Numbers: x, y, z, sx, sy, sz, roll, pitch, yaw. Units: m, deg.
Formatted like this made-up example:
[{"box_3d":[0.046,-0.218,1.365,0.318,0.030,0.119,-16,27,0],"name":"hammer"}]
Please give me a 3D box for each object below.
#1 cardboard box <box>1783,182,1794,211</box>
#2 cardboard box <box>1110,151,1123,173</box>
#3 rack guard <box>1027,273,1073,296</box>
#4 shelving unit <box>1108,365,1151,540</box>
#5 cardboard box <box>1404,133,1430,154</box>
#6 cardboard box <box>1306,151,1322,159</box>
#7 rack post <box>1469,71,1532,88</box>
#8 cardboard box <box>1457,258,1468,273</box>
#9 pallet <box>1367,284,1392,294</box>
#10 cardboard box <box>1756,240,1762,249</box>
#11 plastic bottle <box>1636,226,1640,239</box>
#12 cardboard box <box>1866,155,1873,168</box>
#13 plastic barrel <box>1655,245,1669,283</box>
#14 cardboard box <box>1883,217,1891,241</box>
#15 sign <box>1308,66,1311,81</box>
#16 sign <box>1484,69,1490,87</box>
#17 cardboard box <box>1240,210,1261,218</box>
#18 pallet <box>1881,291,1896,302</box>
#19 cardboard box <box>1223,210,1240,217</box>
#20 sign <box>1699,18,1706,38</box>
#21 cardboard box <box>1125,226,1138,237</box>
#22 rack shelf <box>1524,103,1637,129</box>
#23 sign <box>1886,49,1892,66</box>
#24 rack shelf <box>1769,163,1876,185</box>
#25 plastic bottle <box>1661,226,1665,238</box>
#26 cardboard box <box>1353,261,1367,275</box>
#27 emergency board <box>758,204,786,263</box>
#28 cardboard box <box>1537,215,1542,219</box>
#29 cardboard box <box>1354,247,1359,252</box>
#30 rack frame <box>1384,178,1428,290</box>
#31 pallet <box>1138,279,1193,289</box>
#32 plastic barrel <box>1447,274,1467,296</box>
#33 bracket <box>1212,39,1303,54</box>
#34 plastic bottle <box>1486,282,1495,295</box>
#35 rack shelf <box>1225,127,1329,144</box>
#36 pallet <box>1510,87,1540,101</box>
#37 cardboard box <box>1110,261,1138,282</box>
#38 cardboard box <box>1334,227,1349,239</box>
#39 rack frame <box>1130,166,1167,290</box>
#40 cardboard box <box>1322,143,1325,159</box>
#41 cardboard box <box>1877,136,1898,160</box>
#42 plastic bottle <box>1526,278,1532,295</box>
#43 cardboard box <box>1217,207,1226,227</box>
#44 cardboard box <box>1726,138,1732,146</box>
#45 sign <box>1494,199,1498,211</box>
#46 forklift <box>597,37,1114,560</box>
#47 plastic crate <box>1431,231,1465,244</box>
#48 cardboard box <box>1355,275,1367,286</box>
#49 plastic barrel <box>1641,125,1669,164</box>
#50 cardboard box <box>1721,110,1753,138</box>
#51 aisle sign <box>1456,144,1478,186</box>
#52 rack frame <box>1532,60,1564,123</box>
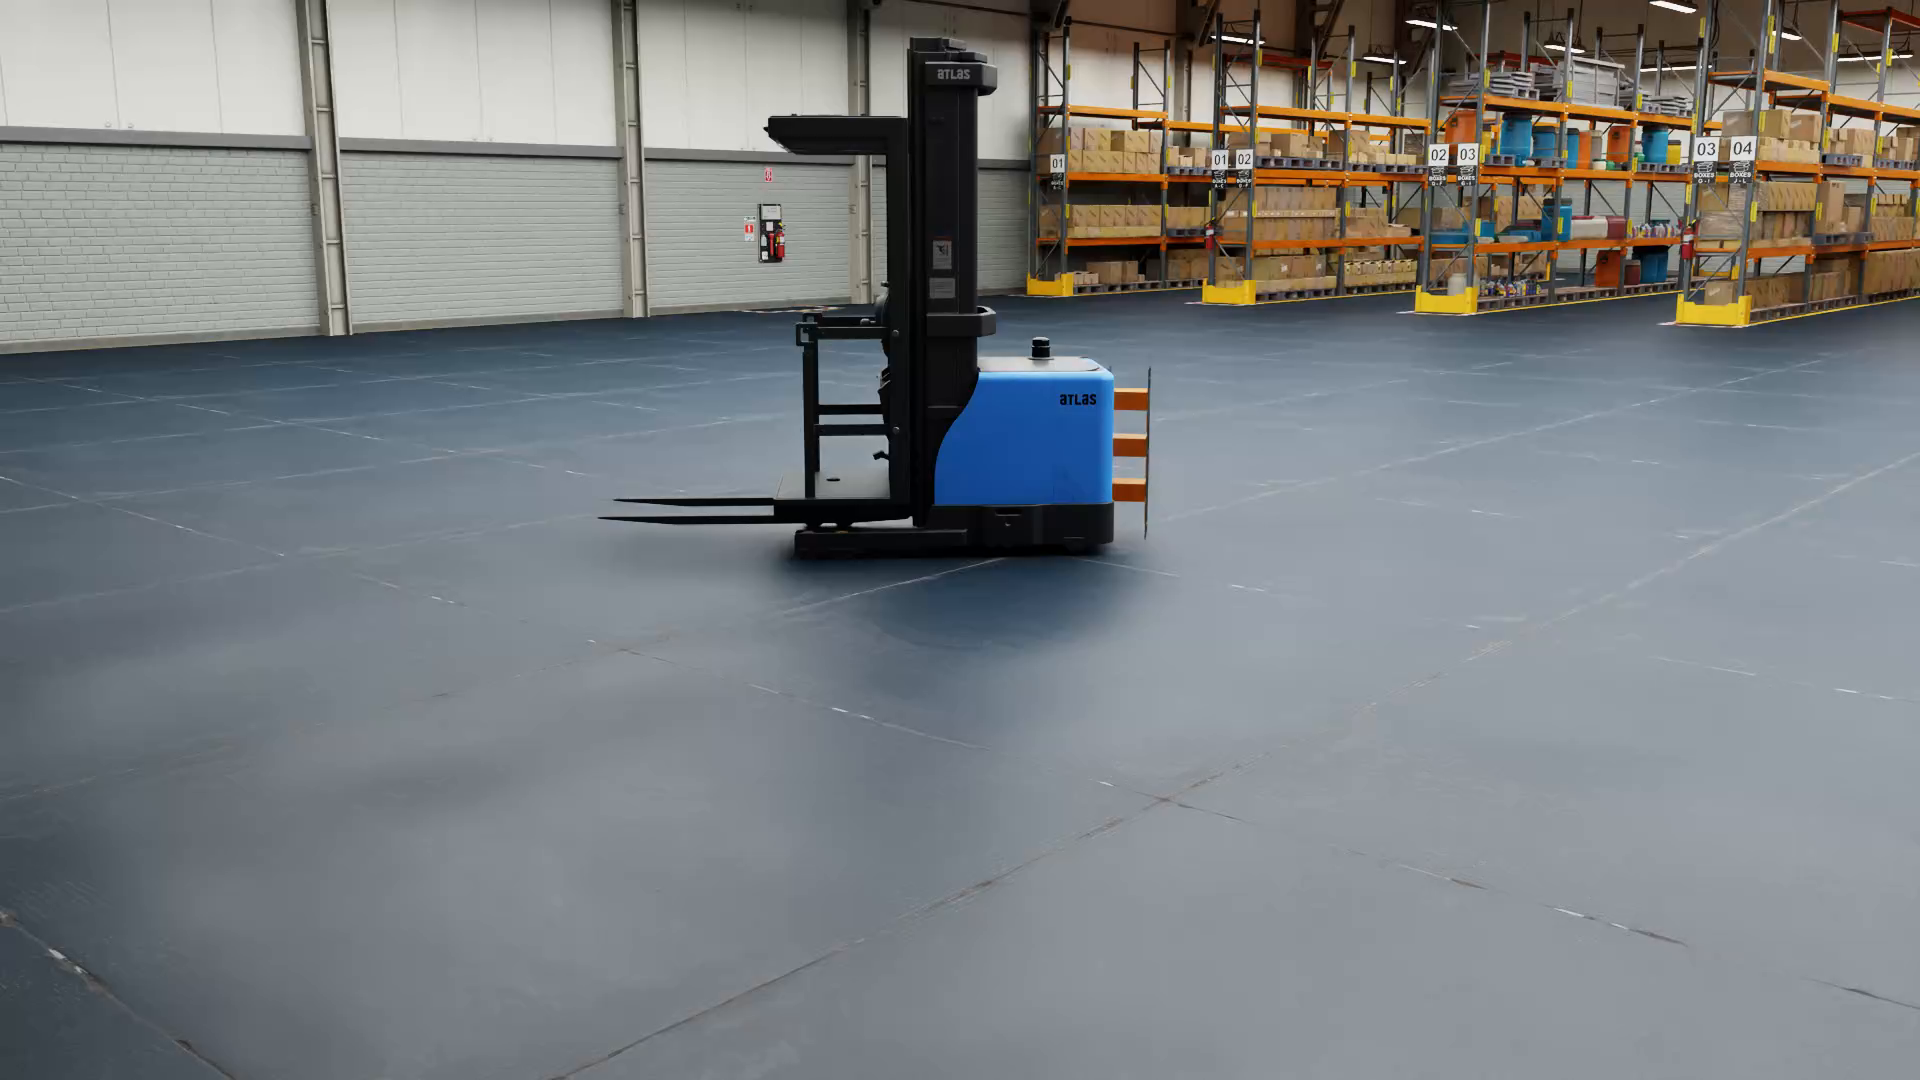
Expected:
[{"box_3d":[14.773,-6.232,30.186,0.500,0.500,0.500,10,15,40],"name":"cardboard box"},{"box_3d":[3.521,-8.981,39.553,0.500,0.500,0.500,11,16,44],"name":"cardboard box"},{"box_3d":[2.104,-5.987,38.909,1.175,0.500,0.348,10,15,40],"name":"rack guard"},{"box_3d":[1.031,-0.537,10.221,0.252,1.050,0.215,2,11,9],"name":"shelving unit"},{"box_3d":[11.351,-9.812,41.213,0.500,0.500,0.500,10,15,40],"name":"cardboard box"},{"box_3d":[7.827,-8.559,36.961,0.380,0.149,0.250,10,15,40],"name":"cardboard box"},{"box_3d":[10.751,-9.114,33.062,0.937,0.300,0.954,9,15,39],"name":"rack post"},{"box_3d":[12.924,-7.062,43.168,0.500,0.500,0.500,10,15,41],"name":"cardboard box"},{"box_3d":[9.680,-6.076,40.094,1.003,0.211,1.213,10,15,40],"name":"pallet"},{"box_3d":[13.939,-5.237,29.415,0.380,0.149,0.250,10,15,40],"name":"cardboard box"},{"box_3d":[15.733,-7.144,38.619,0.061,0.283,0.133,10,15,40],"name":"plastic bottle"},{"box_3d":[18.367,-7.753,34.094,0.500,0.250,0.500,10,15,40],"name":"cardboard box"},{"box_3d":[17.045,-6.785,40.809,0.600,0.901,0.708,10,15,40],"name":"plastic barrel"},{"box_3d":[19.696,-6.694,35.815,0.500,0.500,0.500,9,15,39],"name":"cardboard box"},{"box_3d":[8.002,-10.657,38.006,0.100,0.325,0.005,10,15,40],"name":"sign"},{"box_3d":[9.906,-8.688,31.268,0.100,0.325,0.005,10,15,40],"name":"sign"},{"box_3d":[6.198,-6.958,35.480,0.380,0.149,0.250,10,15,40],"name":"cardboard box"},{"box_3d":[19.879,-5.375,36.581,1.003,0.211,1.213,10,15,40],"name":"pallet"},{"box_3d":[5.886,-7.009,35.736,0.380,0.149,0.250,9,15,39],"name":"cardboard box"},{"box_3d":[12.812,-8.832,28.668,0.100,0.325,0.005,10,15,40],"name":"sign"},{"box_3d":[3.953,-7.469,40.280,0.500,0.250,0.500,10,15,40],"name":"cardboard box"},{"box_3d":[13.456,-9.196,36.137,1.077,0.370,4.000,10,15,40],"name":"rack shelf"},{"box_3d":[18.911,-9.827,33.851,0.100,0.325,0.005,10,15,40],"name":"sign"},{"box_3d":[17.177,-7.281,33.185,1.077,0.370,4.000,10,15,40],"name":"rack shelf"},{"box_3d":[16.825,-7.397,39.906,0.152,0.276,0.135,10,15,40],"name":"plastic bottle"},{"box_3d":[9.212,-6.384,39.032,0.500,0.311,0.500,10,15,40],"name":"cardboard box"},{"box_3d":[-3.755,-6.175,33.468,0.194,1.169,0.643,10,15,40],"name":"emergency board"},{"box_3d":[15.908,-8.787,46.290,0.500,0.500,0.500,10,15,41],"name":"cardboard box"},{"box_3d":[11.661,-8.671,49.618,0.380,0.149,0.250,10,15,41],"name":"cardboard box"},{"box_3d":[11.058,-7.738,41.297,1.000,3.000,0.127,10,15,40],"name":"rack frame"},{"box_3d":[5.207,-6.537,42.402,1.003,0.211,1.213,10,15,40],"name":"pallet"},{"box_3d":[9.872,-5.013,32.932,0.421,0.512,0.421,0,11,0],"name":"plastic barrel"},{"box_3d":[8.068,-13.400,45.137,0.076,0.066,4.783,10,15,40],"name":"bracket"},{"box_3d":[11.014,-5.218,34.510,0.152,0.276,0.135,10,15,40],"name":"plastic bottle"},{"box_3d":[8.655,-11.066,45.496,1.077,0.370,4.000,10,15,40],"name":"rack shelf"},{"box_3d":[10.807,-8.857,33.083,1.003,0.211,1.213,10,15,40],"name":"pallet"},{"box_3d":[4.039,-6.622,40.966,0.500,0.500,0.500,8,14,36],"name":"cardboard box"},{"box_3d":[8.710,-7.154,38.756,0.500,0.250,0.500,11,16,44],"name":"cardboard box"},{"box_3d":[4.694,-7.790,41.554,1.000,3.000,0.127,10,15,40],"name":"rack frame"},{"box_3d":[10.656,-11.056,47.388,0.500,0.500,0.500,10,15,40],"name":"cardboard box"},{"box_3d":[19.829,-8.488,36.055,0.797,0.503,0.637,10,15,40],"name":"cardboard box"},{"box_3d":[11.801,-5.265,34.555,0.144,0.351,0.185,9,14,38],"name":"plastic bottle"},{"box_3d":[6.683,-8.487,43.666,0.700,0.500,0.500,8,14,35],"name":"cardboard box"},{"box_3d":[13.425,-6.977,29.193,0.380,0.149,0.250,9,14,39],"name":"cardboard box"},{"box_3d":[14.118,-8.824,43.774,0.100,0.325,0.005,10,15,40],"name":"sign"},{"box_3d":[-0.628,-1.431,9.891,3.031,2.935,1.130,-1,11,-3],"name":"forklift"},{"box_3d":[9.601,-5.960,32.772,0.499,0.251,0.616,10,15,40],"name":"plastic crate"},{"box_3d":[9.208,-6.110,39.091,0.500,0.250,0.500,10,15,42],"name":"cardboard box"},{"box_3d":[16.405,-9.338,39.294,0.600,0.901,0.708,10,15,40],"name":"plastic barrel"},{"box_3d":[14.049,-7.452,29.913,0.500,0.500,0.500,10,15,40],"name":"cardboard box"},{"box_3d":[9.668,-7.147,31.698,0.394,0.787,0.004,10,15,40],"name":"aisle sign"},{"box_3d":[16.339,-11.857,46.602,1.000,3.000,0.127,10,15,40],"name":"rack frame"}]
